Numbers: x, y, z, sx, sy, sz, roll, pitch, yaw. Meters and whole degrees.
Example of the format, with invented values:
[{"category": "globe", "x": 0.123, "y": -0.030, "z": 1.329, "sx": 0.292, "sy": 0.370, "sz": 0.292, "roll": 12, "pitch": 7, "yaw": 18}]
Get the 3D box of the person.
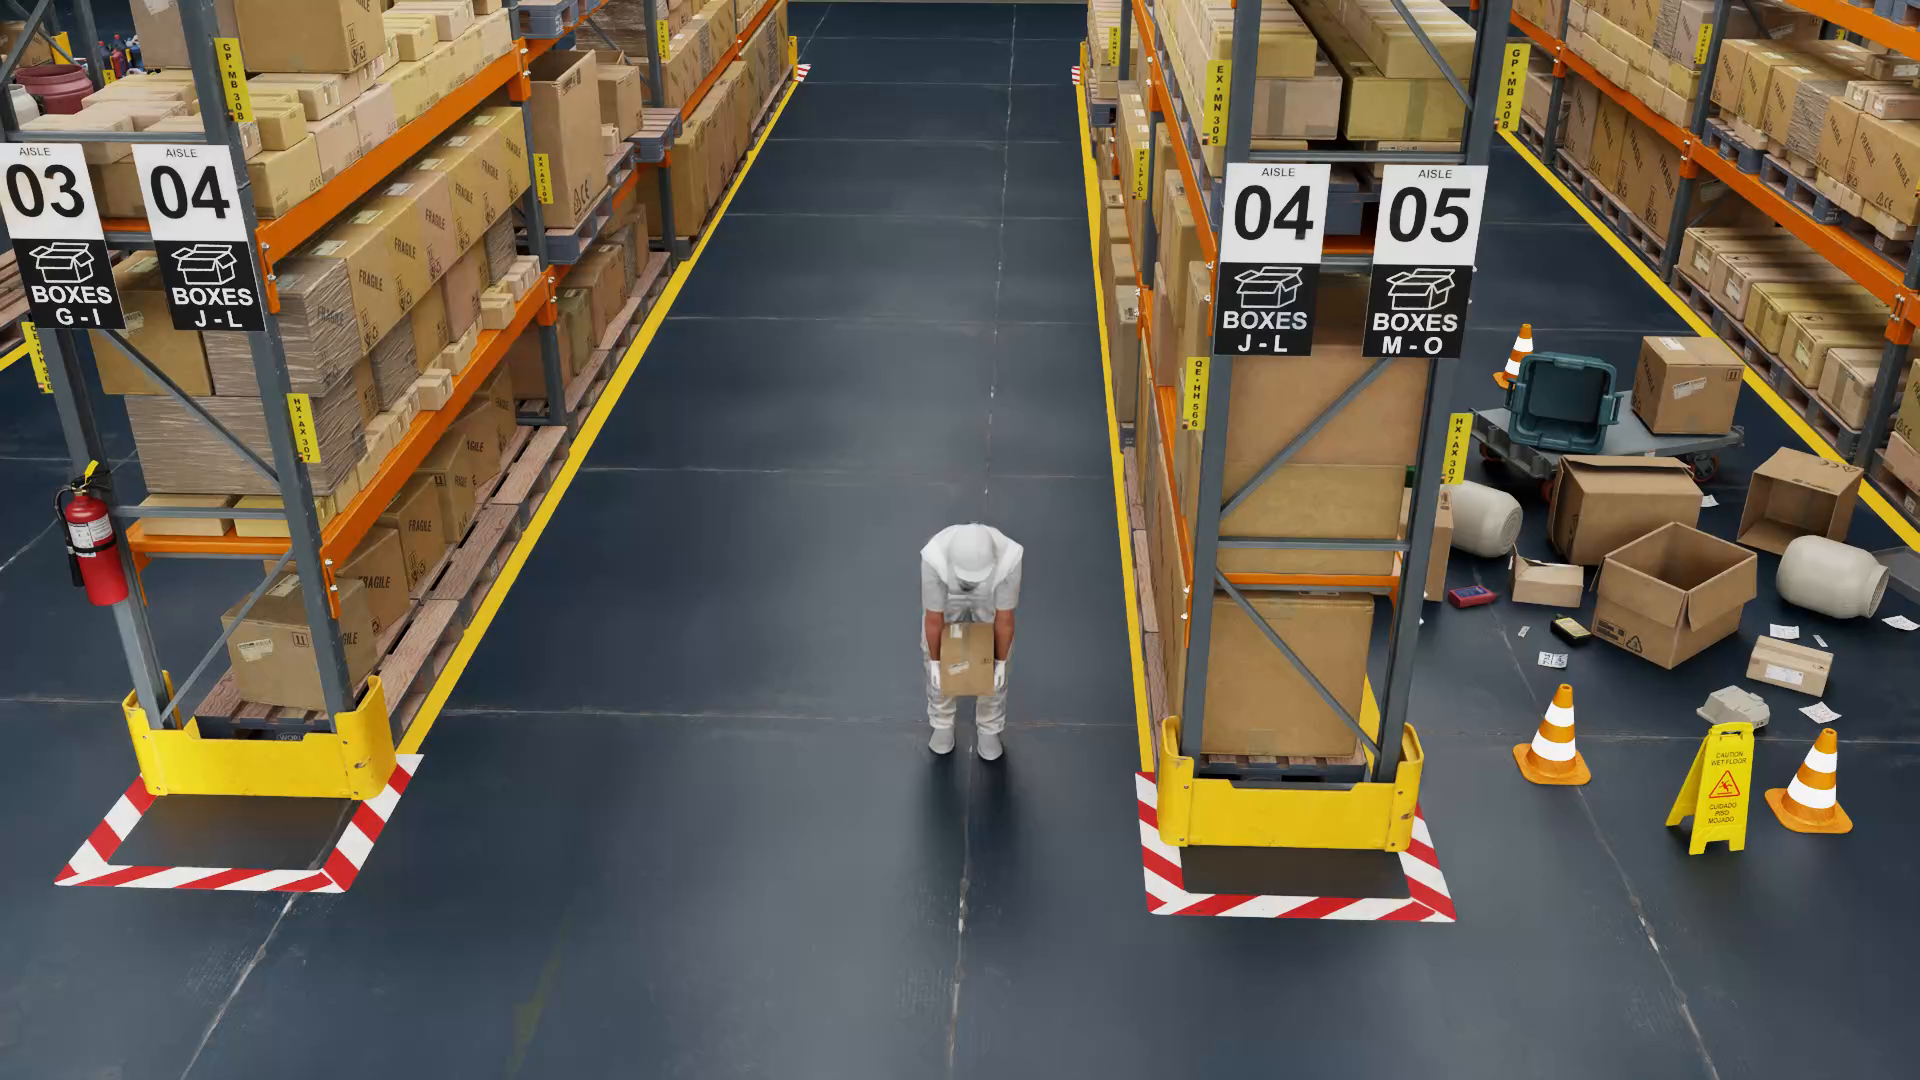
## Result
[{"category": "person", "x": 0.050, "y": 0.451, "z": 8.060, "sx": 0.494, "sy": 1.484, "sz": 0.854, "roll": 0, "pitch": 28, "yaw": 0}]
